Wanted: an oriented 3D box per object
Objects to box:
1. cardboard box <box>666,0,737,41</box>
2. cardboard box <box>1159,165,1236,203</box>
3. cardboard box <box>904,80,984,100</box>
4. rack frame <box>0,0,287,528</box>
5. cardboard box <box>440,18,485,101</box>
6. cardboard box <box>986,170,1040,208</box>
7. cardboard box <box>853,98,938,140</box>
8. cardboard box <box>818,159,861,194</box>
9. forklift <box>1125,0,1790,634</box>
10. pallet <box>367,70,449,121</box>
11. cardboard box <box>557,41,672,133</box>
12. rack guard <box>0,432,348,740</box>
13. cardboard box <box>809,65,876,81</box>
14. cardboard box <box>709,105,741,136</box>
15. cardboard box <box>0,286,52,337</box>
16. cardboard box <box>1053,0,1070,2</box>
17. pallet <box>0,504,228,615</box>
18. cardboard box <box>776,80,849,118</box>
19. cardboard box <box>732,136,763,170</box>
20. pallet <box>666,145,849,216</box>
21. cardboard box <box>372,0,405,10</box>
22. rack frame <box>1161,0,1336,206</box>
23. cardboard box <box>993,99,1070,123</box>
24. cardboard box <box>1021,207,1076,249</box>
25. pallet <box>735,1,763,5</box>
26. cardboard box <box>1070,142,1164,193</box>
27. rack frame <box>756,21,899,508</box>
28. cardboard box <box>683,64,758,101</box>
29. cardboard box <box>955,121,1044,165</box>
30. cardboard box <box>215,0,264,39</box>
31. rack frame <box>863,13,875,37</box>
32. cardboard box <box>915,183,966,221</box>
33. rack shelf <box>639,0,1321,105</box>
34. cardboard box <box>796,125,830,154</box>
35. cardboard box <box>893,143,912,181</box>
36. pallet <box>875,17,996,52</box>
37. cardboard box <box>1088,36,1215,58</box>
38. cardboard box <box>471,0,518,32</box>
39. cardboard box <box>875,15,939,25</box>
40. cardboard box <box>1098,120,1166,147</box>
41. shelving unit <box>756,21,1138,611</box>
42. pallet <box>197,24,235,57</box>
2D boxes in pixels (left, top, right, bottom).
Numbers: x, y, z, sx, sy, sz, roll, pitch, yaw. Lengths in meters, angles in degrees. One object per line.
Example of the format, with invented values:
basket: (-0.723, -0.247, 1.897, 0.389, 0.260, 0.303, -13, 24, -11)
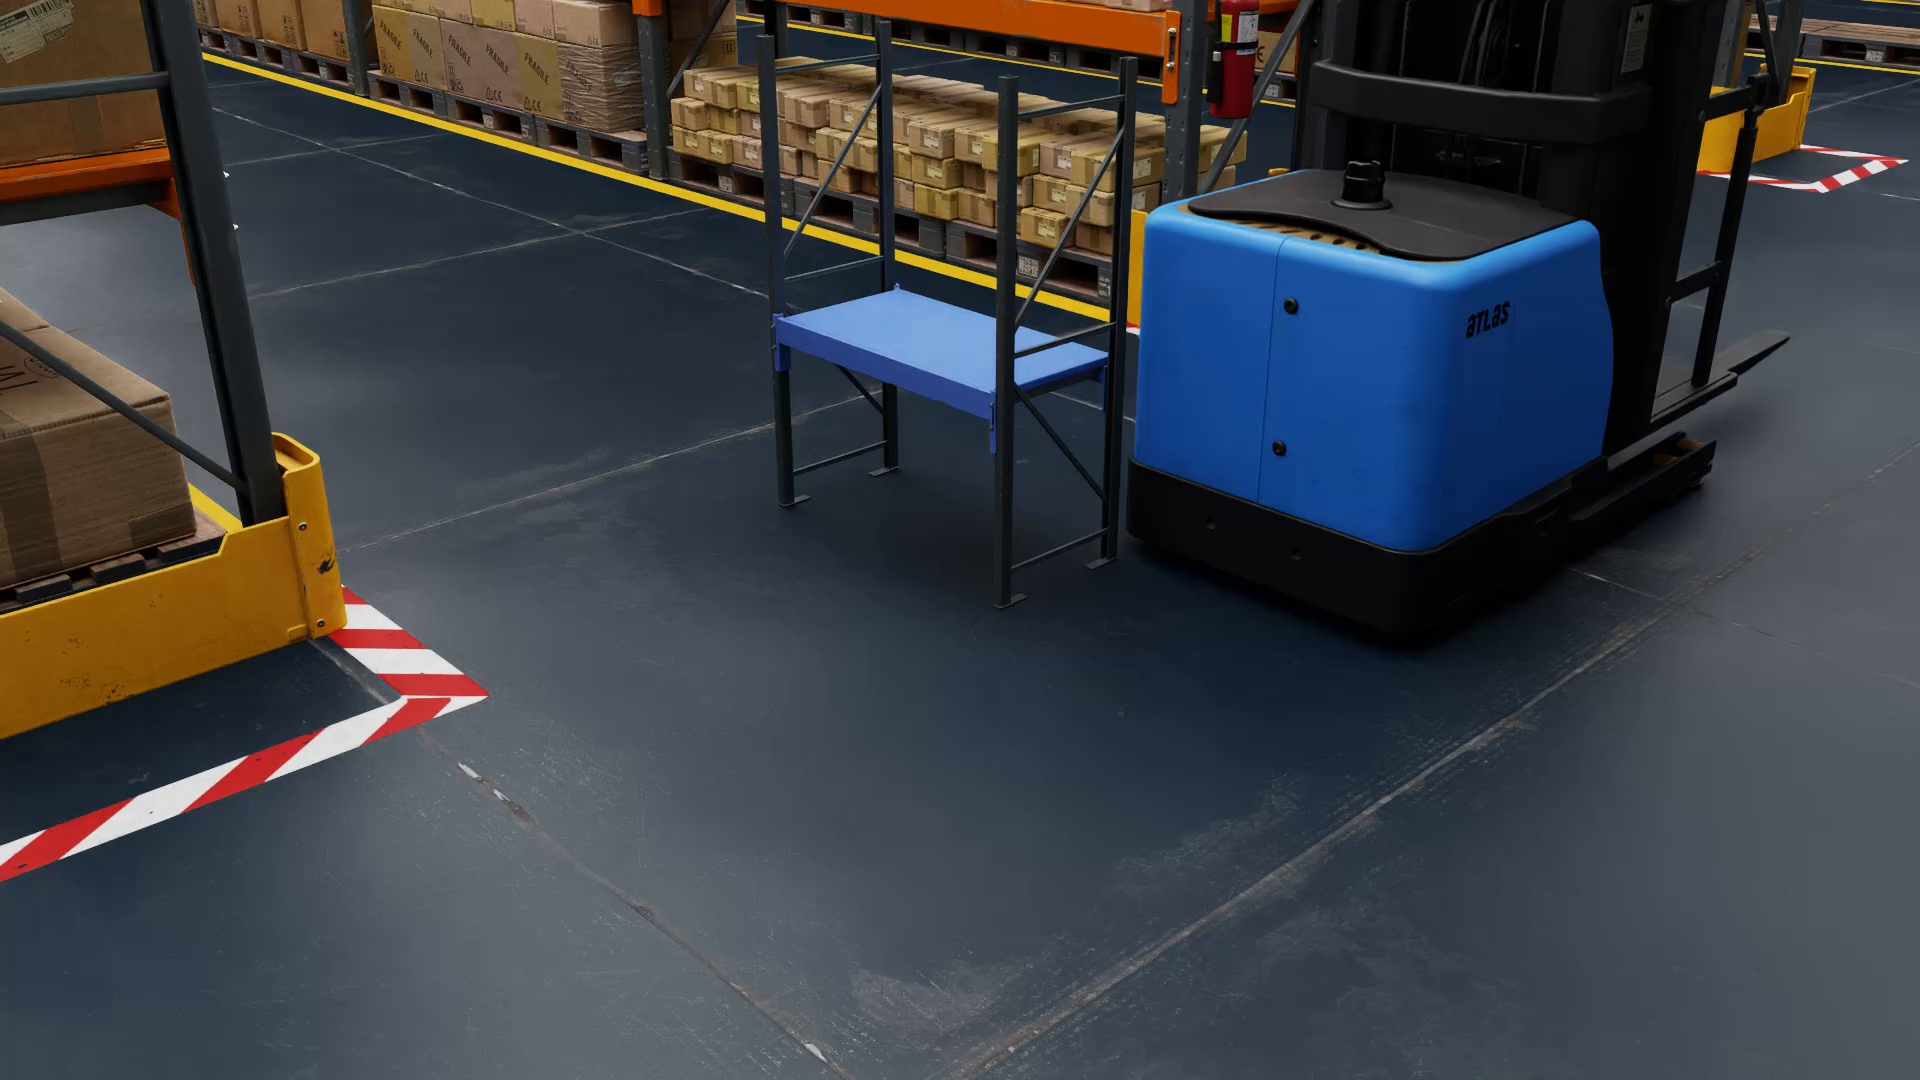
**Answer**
cardboard box: (-1.777, -3.356, 10.594, 0.500, 0.250, 0.500, 22, 33, 39)
cardboard box: (1.098, -1.711, 7.957, 0.380, 0.149, 0.250, -20, 31, -36)
cardboard box: (-0.087, -2.419, 9.150, 0.250, 0.149, 0.380, 22, 33, 40)
rack frame: (-2.275, -1.015, 3.862, 1.000, 3.000, 0.127, -21, 32, -38)
cardboard box: (-3.201, -3.336, 11.453, 0.500, 0.500, 0.500, -22, 33, -40)
cardboard box: (0.343, -1.715, 7.967, 0.250, 0.149, 0.380, 22, 33, 40)
cardboard box: (-0.331, -2.183, 8.633, 0.380, 0.149, 0.250, -21, 32, -38)
cardboard box: (-0.534, -1.973, 8.890, 0.380, 0.149, 0.250, -22, 33, -40)
forklift: (1.916, -1.590, 5.205, 3.031, 2.935, 1.130, -22, 33, -40)
pallet: (-3.666, -3.368, 12.379, 1.003, 0.211, 1.213, -21, 32, -38)
cardboard box: (-2.155, -2.869, 10.430, 0.500, 0.500, 0.500, -22, 32, -39)
rack guard: (-2.259, 0.129, 4.365, 1.175, 0.500, 0.348, -21, 32, -38)
cardboard box: (-0.653, -2.653, 9.664, 0.380, 0.149, 0.250, -22, 32, -39)
cardboard box: (-1.212, -2.440, 9.554, 0.380, 0.149, 0.250, -21, 32, -38)
cardboard box: (-3.431, -0.487, 5.285, 0.875, 0.438, 0.875, -20, 31, -37)
cardboard box: (0.515, -2.512, 7.446, 0.380, 0.149, 0.250, -22, 32, -39)
pallet: (-2.879, 0.033, 4.923, 1.003, 0.211, 1.213, -21, 32, -38)
cardboard box: (-0.832, -2.428, 9.171, 0.380, 0.149, 0.250, -22, 33, -40)
cardboard box: (-1.061, -2.213, 9.417, 0.380, 0.149, 0.250, -21, 32, -39)
pallet: (-0.980, -2.200, 9.818, 1.003, 0.211, 1.213, -21, 32, -38)
cardboard box: (-3.904, -3.991, 11.987, 0.500, 0.250, 0.500, 22, 32, 39)
rack frame: (1.269, -2.450, 7.007, 1.000, 3.000, 0.127, -21, 32, -38)
cardboard box: (0.391, -2.170, 8.606, 0.380, 0.149, 0.250, -20, 31, -37)
cardboard box: (0.507, -1.494, 7.839, 0.380, 0.149, 0.250, -20, 31, -37)
pallet: (-2.710, -5.958, 18.056, 1.003, 0.211, 1.213, -21, 32, -38)
cardboard box: (0.722, -1.703, 7.582, 0.380, 0.149, 0.250, -21, 32, -38)
rack frame: (-0.406, -0.862, 5.333, 0.500, 1.500, 0.032, -21, 32, -38)
cardboard box: (-1.381, -2.664, 9.687, 0.380, 0.149, 0.250, -20, 31, -36)
cardboard box: (0.192, -1.935, 8.089, 0.250, 0.149, 0.380, 22, 33, 40)
cardboard box: (-5.787, -4.797, 14.357, 1.050, 0.750, 0.750, -21, 32, -38)
rack frame: (-0.509, -6.250, 15.337, 1.000, 3.000, 0.127, -21, 32, -38)
cardboard box: (-0.009, -1.729, 8.354, 0.250, 0.149, 0.380, 22, 33, 39)
rack shelf: (-0.098, -2.729, 8.484, 1.077, 0.370, 4.000, -21, 32, -38)
cardboard box: (-0.666, -2.203, 9.036, 0.380, 0.149, 0.250, -19, 31, -36)
cardboard box: (-0.182, -1.952, 8.484, 0.380, 0.149, 0.250, -19, 31, -36)
pallet: (-0.026, -4.722, 15.345, 1.003, 0.211, 1.213, -21, 32, -38)
cardboard box: (1.773, -4.451, 13.447, 1.225, 0.875, 0.875, -21, 32, -38)
cardboard box: (-2.872, -3.527, 10.969, 0.500, 0.250, 0.500, 22, 33, 39)
cardboard box: (-0.053, -5.260, 15.220, 0.875, 0.875, 1.225, 22, 32, 39)
cardboard box: (0.883, -1.919, 8.056, 0.380, 0.149, 0.250, -21, 32, -38)
shelving unit: (-0.058, -0.708, 4.995, 0.538, 1.500, 1.048, -21, 32, -38)
pallet: (-6.351, -4.605, 15.089, 1.003, 0.211, 1.213, -21, 32, -38)
